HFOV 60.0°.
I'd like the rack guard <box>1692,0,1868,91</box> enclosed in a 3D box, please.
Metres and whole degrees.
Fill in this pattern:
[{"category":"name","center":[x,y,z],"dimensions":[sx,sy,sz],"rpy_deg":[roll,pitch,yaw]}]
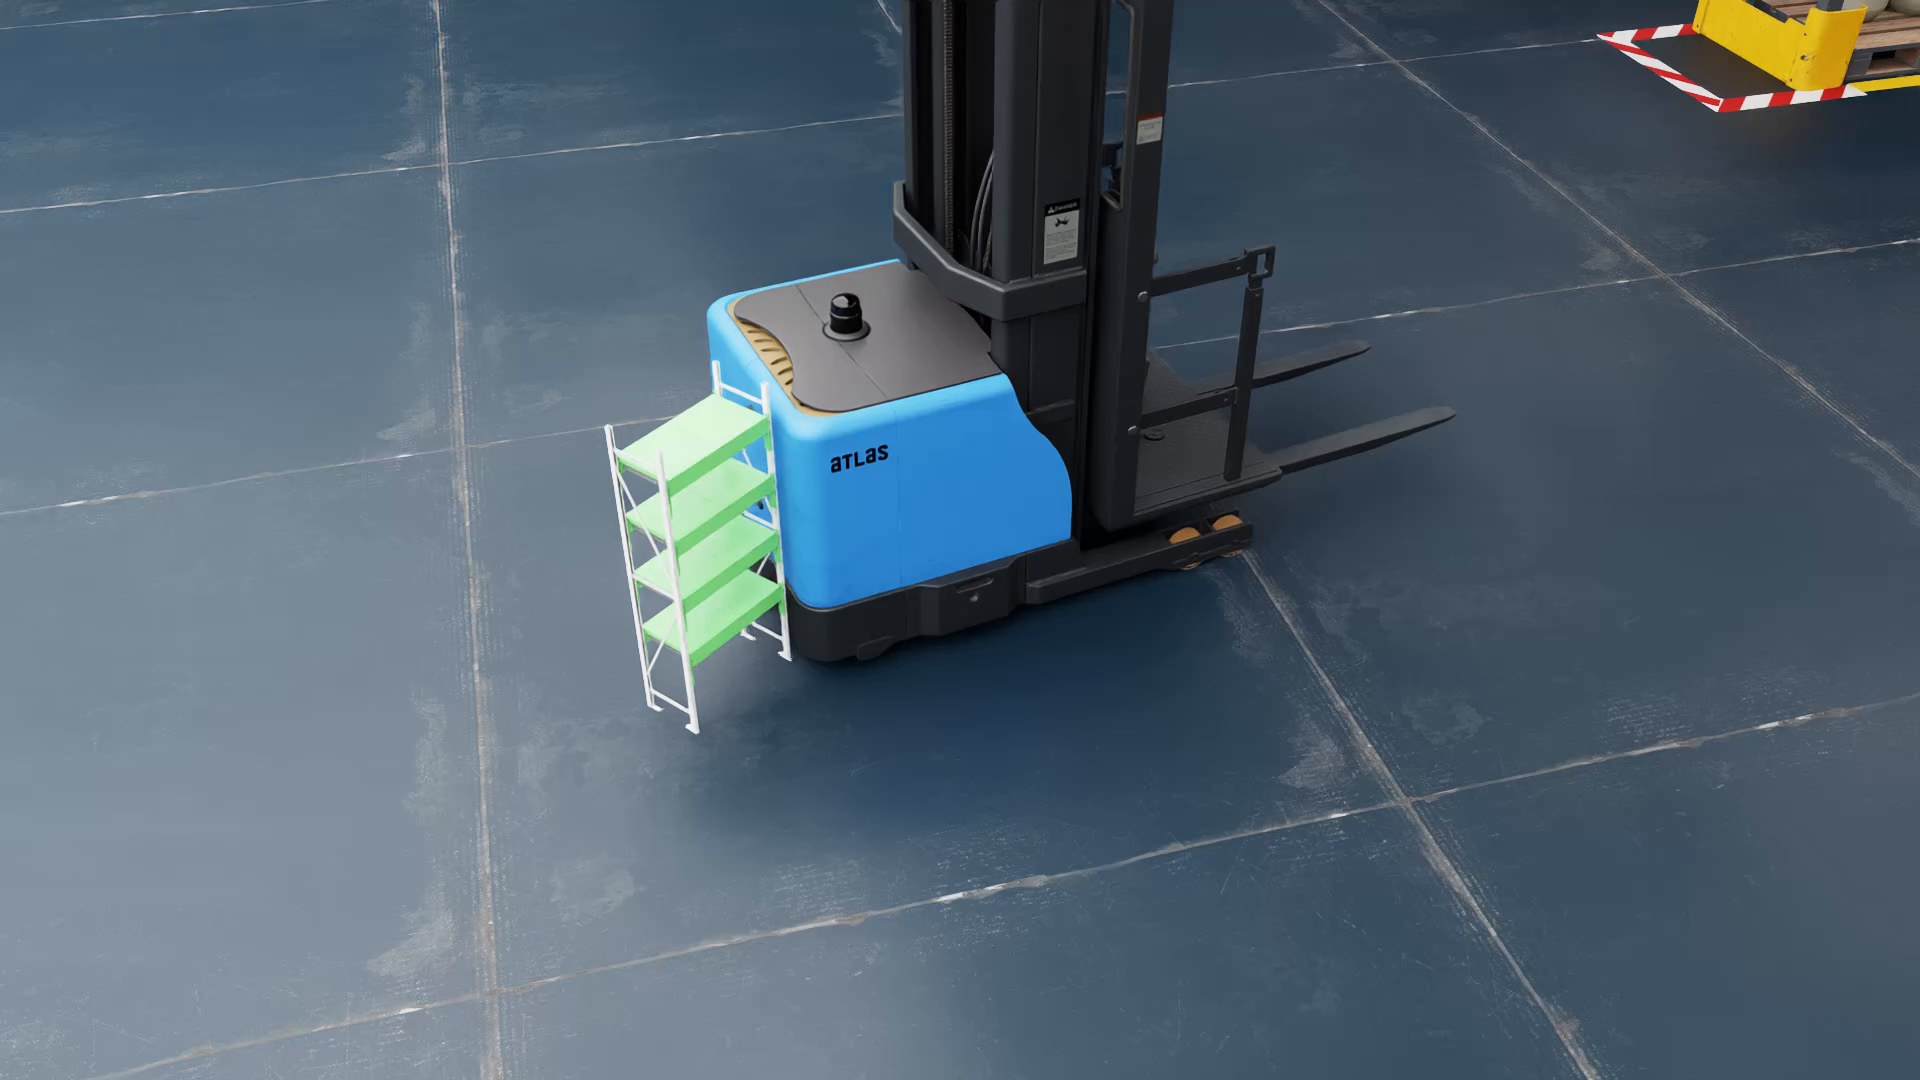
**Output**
[{"category":"rack guard","center":[5.271,-3.374,10.749],"dimensions":[0.348,0.500,1.175],"rpy_deg":[-9,38,-12]}]

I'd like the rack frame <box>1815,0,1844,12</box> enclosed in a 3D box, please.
[{"category":"rack frame","center":[5.209,-4.327,9.938],"dimensions":[0.127,3.000,1.000],"rpy_deg":[-9,38,-12]}]

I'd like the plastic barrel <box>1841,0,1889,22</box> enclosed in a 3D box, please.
[{"category":"plastic barrel","center":[5.825,-3.655,10.761],"dimensions":[0.421,0.512,0.421],"rpy_deg":[0,37,0]}]

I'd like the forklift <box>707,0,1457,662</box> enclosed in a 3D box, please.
[{"category":"forklift","center":[0.609,-1.321,6.064],"dimensions":[3.031,2.935,1.130],"rpy_deg":[-16,40,-20]}]

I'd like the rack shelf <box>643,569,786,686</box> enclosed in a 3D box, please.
[{"category":"rack shelf","center":[-0.874,0.282,5.893],"dimensions":[0.258,0.148,0.480],"rpy_deg":[24,44,28]}]

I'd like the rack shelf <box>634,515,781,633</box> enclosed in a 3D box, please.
[{"category":"rack shelf","center":[-0.874,0.092,5.748],"dimensions":[0.258,0.148,0.480],"rpy_deg":[24,44,28]}]

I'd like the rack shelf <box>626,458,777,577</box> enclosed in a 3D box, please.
[{"category":"rack shelf","center":[-0.874,-0.099,5.602],"dimensions":[0.258,0.148,0.480],"rpy_deg":[24,44,28]}]

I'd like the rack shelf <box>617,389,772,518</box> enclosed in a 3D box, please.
[{"category":"rack shelf","center":[-0.874,-0.289,5.456],"dimensions":[0.258,0.148,0.480],"rpy_deg":[24,44,28]}]

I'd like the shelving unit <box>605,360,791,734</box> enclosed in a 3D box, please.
[{"category":"shelving unit","center":[-0.874,0.041,5.709],"dimensions":[0.258,1.200,0.503],"rpy_deg":[24,44,28]}]

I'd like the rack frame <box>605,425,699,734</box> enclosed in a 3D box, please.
[{"category":"rack frame","center":[-1.020,0.160,5.554],"dimensions":[0.240,1.200,0.015],"rpy_deg":[24,44,28]}]

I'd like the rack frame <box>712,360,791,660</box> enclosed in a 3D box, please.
[{"category":"rack frame","center":[-0.728,-0.078,5.864],"dimensions":[0.240,1.200,0.015],"rpy_deg":[24,44,28]}]

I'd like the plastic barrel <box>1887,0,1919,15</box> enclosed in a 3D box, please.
[{"category":"plastic barrel","center":[6.309,-3.734,10.865],"dimensions":[0.421,0.512,0.421],"rpy_deg":[0,37,0]}]

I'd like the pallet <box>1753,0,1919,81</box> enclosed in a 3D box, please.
[{"category":"pallet","center":[6.056,-3.385,11.001],"dimensions":[1.213,0.211,1.003],"rpy_deg":[-9,38,-12]}]
